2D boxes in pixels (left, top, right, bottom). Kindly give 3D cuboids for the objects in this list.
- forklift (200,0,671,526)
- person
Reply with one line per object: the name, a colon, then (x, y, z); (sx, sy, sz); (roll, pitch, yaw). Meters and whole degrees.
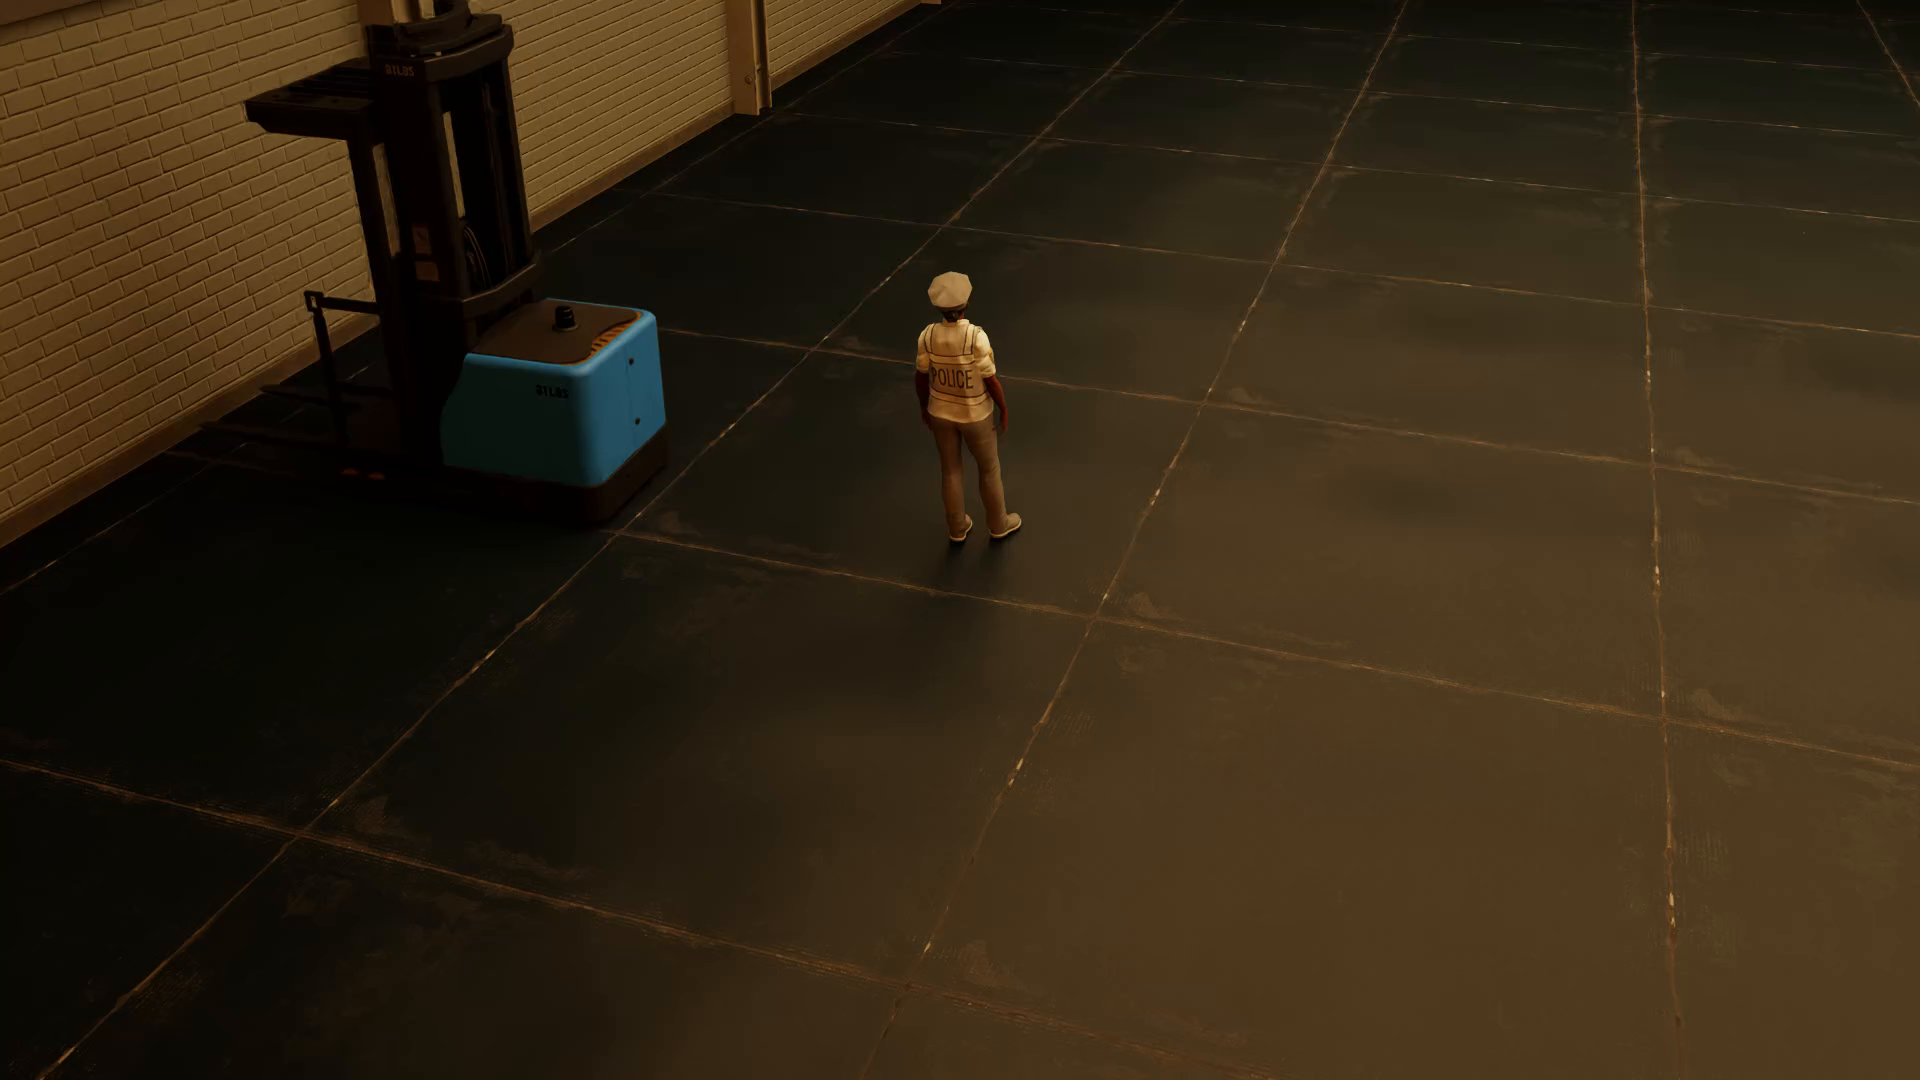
forklift: (-3.473, -1.773, 10.247); (3.031, 2.935, 1.130); (9, 31, 15)
person: (0.043, -0.774, 9.730); (0.570, 1.694, 0.528); (10, 31, 16)
